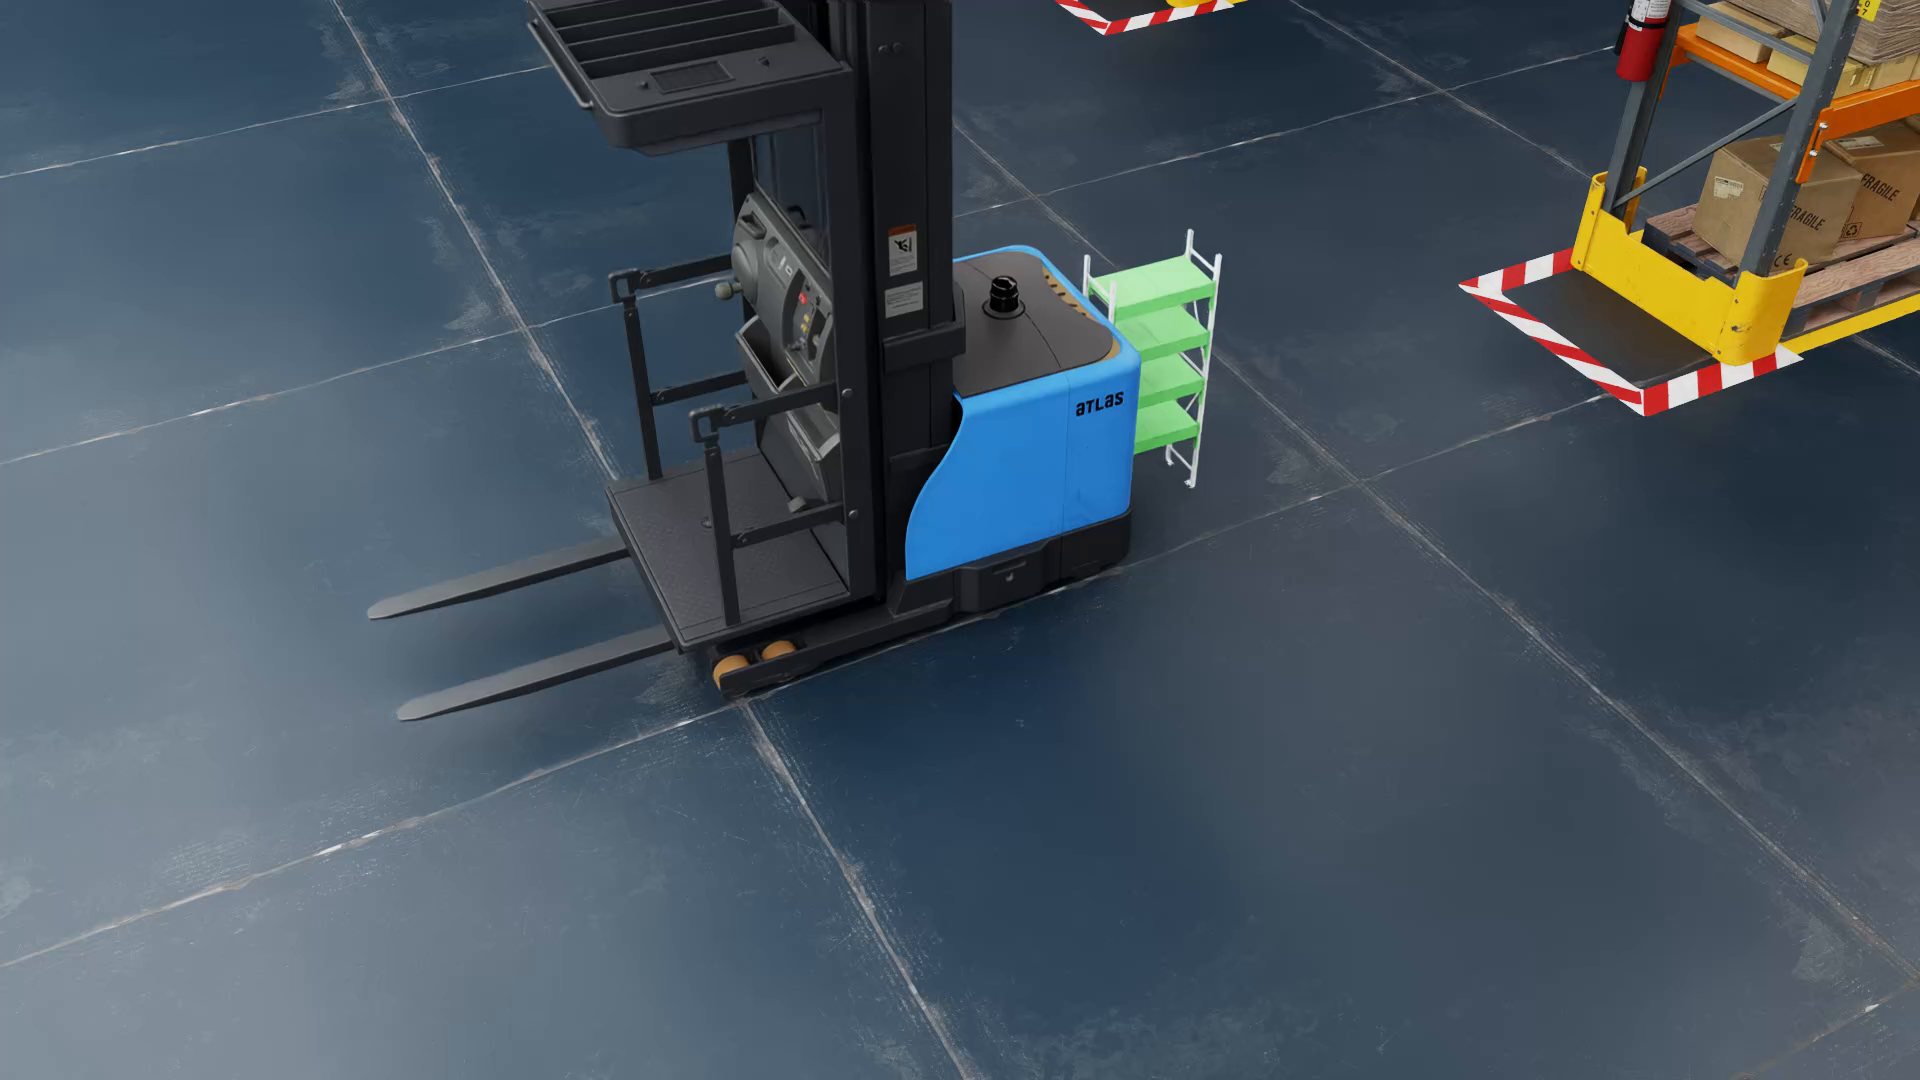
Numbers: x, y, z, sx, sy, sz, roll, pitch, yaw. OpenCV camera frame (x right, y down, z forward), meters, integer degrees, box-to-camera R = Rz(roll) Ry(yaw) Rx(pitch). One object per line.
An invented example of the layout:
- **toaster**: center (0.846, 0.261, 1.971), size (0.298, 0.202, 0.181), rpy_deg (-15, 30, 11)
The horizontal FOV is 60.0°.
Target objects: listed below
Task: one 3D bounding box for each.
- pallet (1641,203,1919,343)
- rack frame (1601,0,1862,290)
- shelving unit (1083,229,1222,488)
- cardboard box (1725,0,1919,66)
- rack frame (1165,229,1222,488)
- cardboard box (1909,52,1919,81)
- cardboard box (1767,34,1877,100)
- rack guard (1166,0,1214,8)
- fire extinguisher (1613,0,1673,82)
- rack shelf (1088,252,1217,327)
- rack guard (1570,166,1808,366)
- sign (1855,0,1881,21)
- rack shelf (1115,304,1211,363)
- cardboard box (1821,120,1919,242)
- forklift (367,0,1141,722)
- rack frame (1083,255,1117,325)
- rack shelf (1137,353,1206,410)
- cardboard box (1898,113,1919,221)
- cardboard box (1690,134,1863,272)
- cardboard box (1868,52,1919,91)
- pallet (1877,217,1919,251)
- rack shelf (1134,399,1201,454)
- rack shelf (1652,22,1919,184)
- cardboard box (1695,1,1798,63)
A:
- **pallet**: center (4.450, -1.539, 8.905), size (1.213, 0.211, 1.003), rpy_deg (-19, 44, -21)
- **rack frame**: center (3.646, -2.359, 7.715), size (0.127, 3.000, 1.000), rpy_deg (-19, 44, -21)
- **shelving unit**: center (0.785, -0.698, 7.146), size (0.503, 1.200, 0.258), rpy_deg (-17, 43, -19)
- **cardboard box**: center (4.146, -2.659, 7.762), size (0.500, 0.500, 0.875), rpy_deg (-19, 44, -21)
- **rack frame**: center (1.006, -0.765, 7.225), size (0.015, 1.200, 0.240), rpy_deg (-17, 43, -19)
- **cardboard box**: center (4.468, -2.341, 7.888), size (0.250, 0.149, 0.380), rpy_deg (-19, 44, -21)
- **cardboard box**: center (4.009, -2.211, 7.735), size (0.250, 0.149, 0.380), rpy_deg (-19, 44, -21)
- **rack guard**: center (1.404, -4.292, 11.934), size (0.348, 0.500, 1.175), rpy_deg (-19, 44, -21)
- **fire extinguisher**: center (3.331, -2.559, 8.011), size (0.183, 0.674, 0.296), rpy_deg (-19, 44, -21)
- **rack shelf**: center (0.785, -1.015, 6.877), size (0.480, 0.148, 0.258), rpy_deg (-17, 43, -19)
- **rack guard**: center (3.713, -1.427, 8.549), size (0.348, 0.500, 1.175), rpy_deg (-19, 44, -21)
- **sign**: center (3.897, -2.378, 7.068), size (0.005, 0.325, 0.100), rpy_deg (-19, 44, -21)
- **rack shelf**: center (0.785, -0.832, 7.032), size (0.480, 0.148, 0.258), rpy_deg (-17, 43, -19)
- **cardboard box**: center (4.722, -1.940, 8.829), size (0.500, 0.500, 0.500), rpy_deg (-8, 41, -9)
- **forklift**: center (-0.836, -0.893, 6.037), size (3.031, 2.935, 1.130), rpy_deg (-17, 43, -19)
- **rack frame**: center (0.564, -0.631, 7.066), size (0.015, 1.200, 0.240), rpy_deg (-17, 43, -19)
- **rack shelf**: center (0.785, -0.649, 7.187), size (0.480, 0.148, 0.258), rpy_deg (-17, 43, -19)
- **cardboard box**: center (5.286, -2.116, 9.037), size (0.500, 0.500, 0.500), rpy_deg (-15, 42, -17)
- **cardboard box**: center (4.207, -1.742, 8.595), size (0.500, 0.500, 0.500), rpy_deg (-11, 41, -13)
- **cardboard box**: center (4.239, -2.275, 7.810), size (0.250, 0.149, 0.380), rpy_deg (-19, 44, -21)
- **pallet**: center (5.531, -1.901, 9.332), size (1.213, 0.211, 1.003), rpy_deg (-19, 44, -21)
- **rack shelf**: center (0.785, -0.466, 7.342), size (0.480, 0.148, 0.258), rpy_deg (-17, 43, -19)
- **rack shelf**: center (5.420, -2.681, 8.652), size (4.000, 0.370, 1.077), rpy_deg (-19, 44, -21)
- **cardboard box**: center (3.803, -2.466, 8.036), size (0.250, 0.149, 0.380), rpy_deg (-19, 44, -21)
